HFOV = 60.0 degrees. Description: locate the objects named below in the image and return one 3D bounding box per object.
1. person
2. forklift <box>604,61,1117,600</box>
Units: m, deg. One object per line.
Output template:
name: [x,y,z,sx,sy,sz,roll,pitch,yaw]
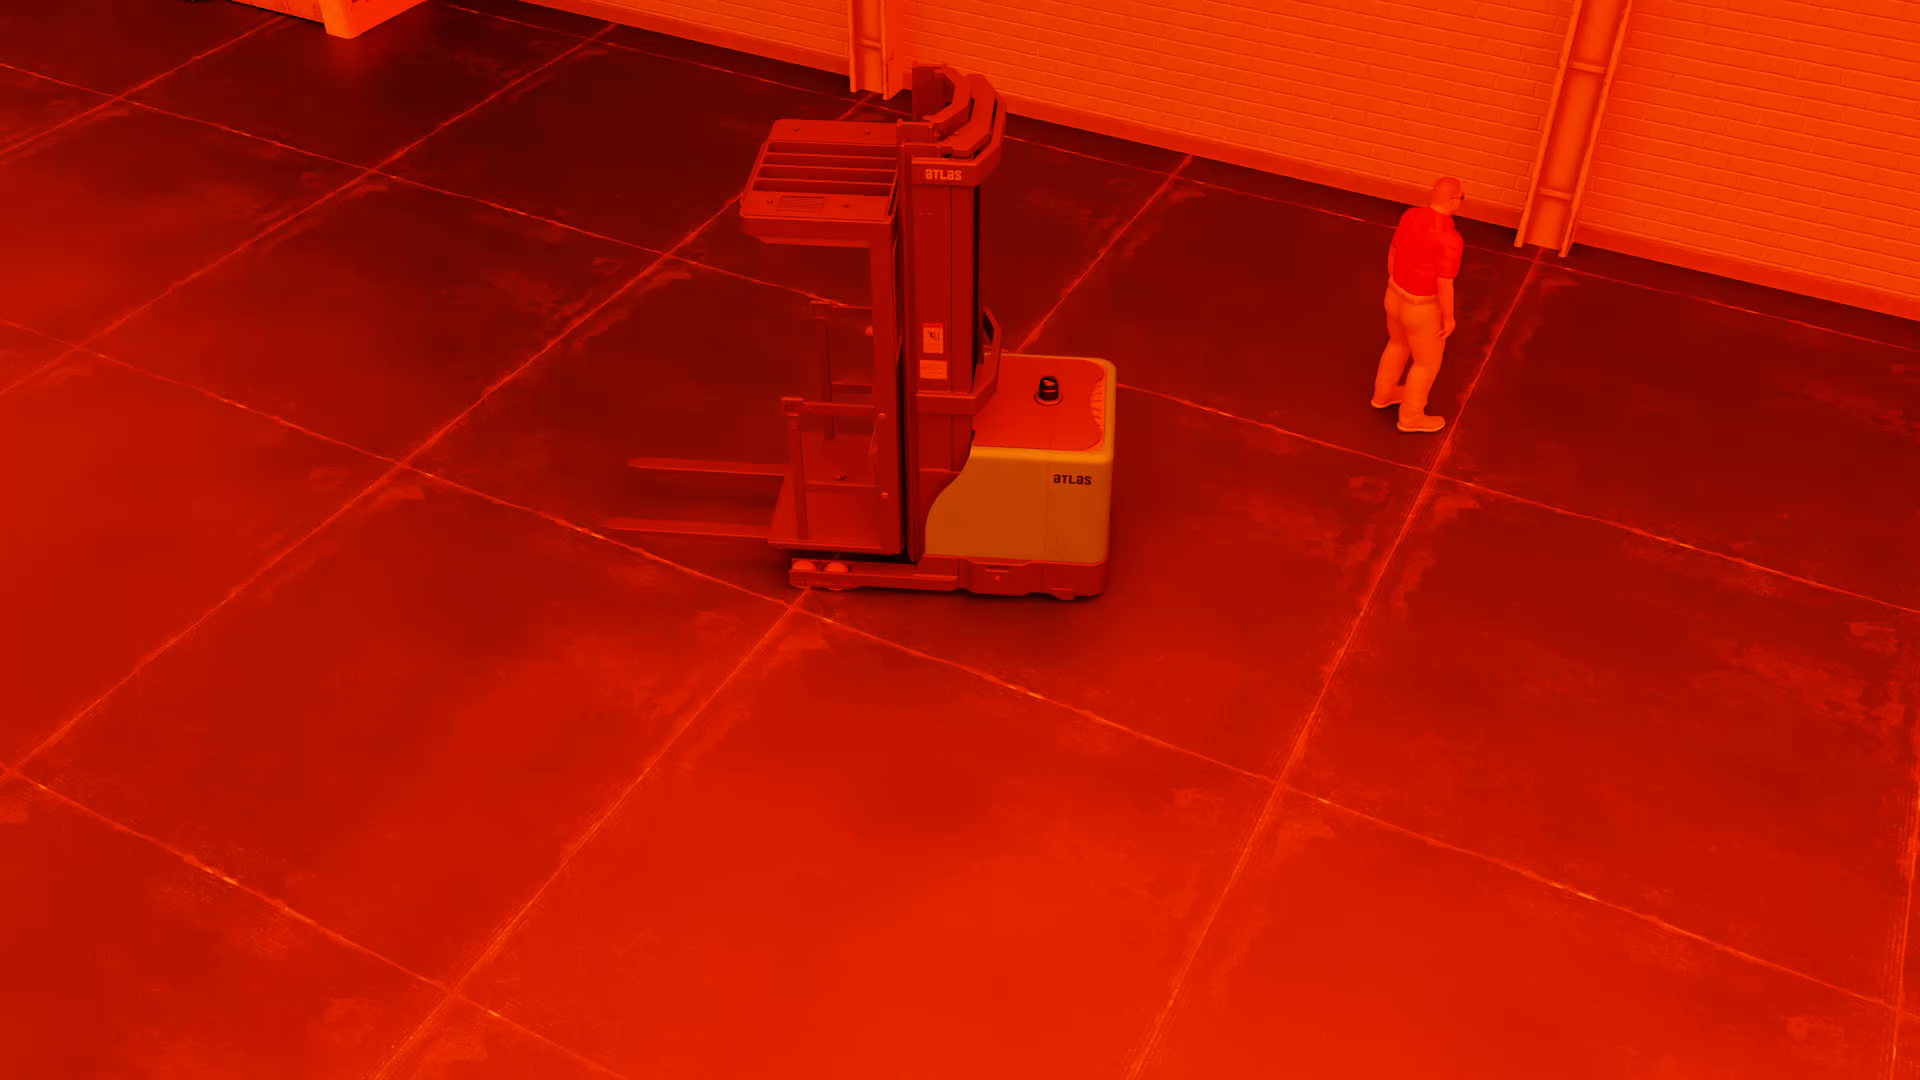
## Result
person: [2.977,-1.531,10.738,0.399,1.726,0.601,-18,43,-20]
forklift: [-0.606,-1.157,9.360,3.031,2.935,1.130,3,40,4]
